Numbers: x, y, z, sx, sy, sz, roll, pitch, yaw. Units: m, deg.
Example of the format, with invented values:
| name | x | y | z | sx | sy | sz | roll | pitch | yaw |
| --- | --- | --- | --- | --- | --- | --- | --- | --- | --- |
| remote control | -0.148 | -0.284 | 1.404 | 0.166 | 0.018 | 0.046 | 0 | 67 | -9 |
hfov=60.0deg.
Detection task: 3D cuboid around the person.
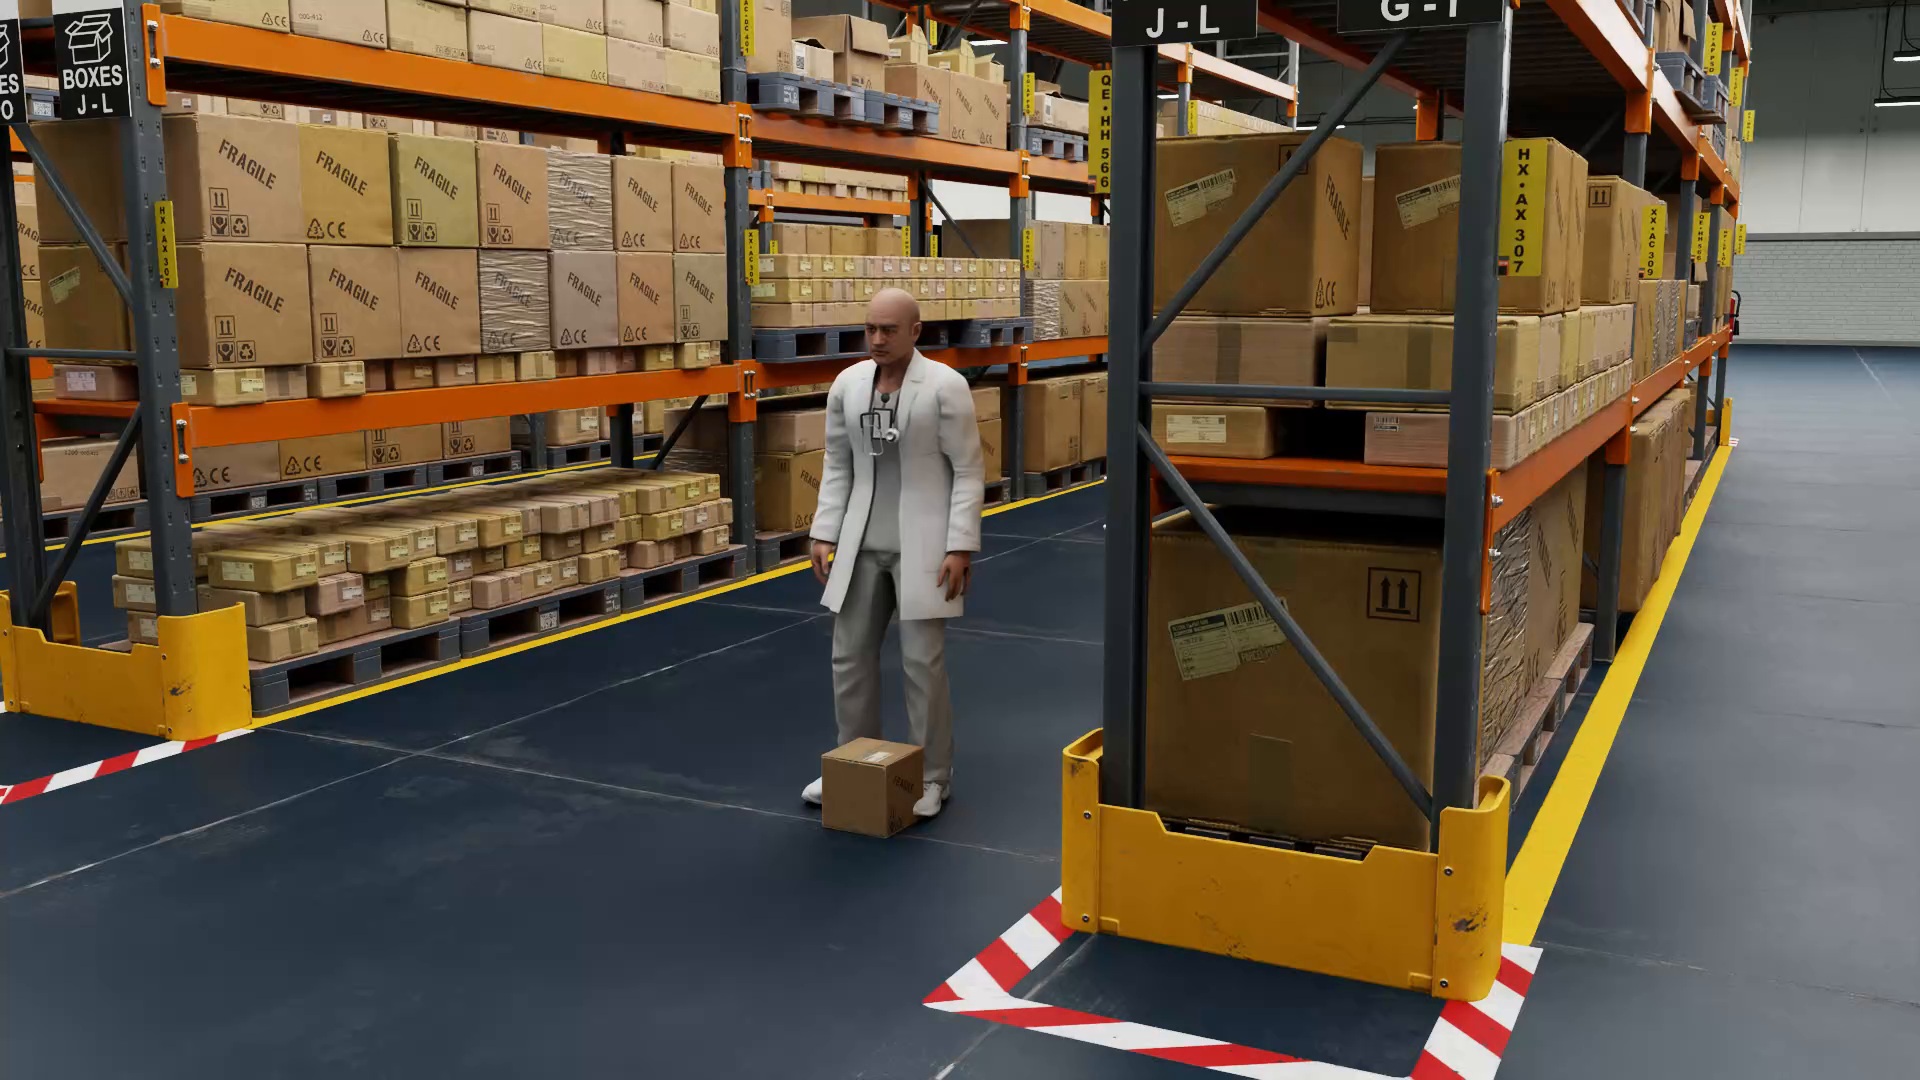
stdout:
| name | x | y | z | sx | sy | sz | roll | pitch | yaw |
| --- | --- | --- | --- | --- | --- | --- | --- | --- | --- |
| person | -0.222 | 0.036 | 5.682 | 0.644 | 1.774 | 0.427 | 4 | 10 | 25 |
